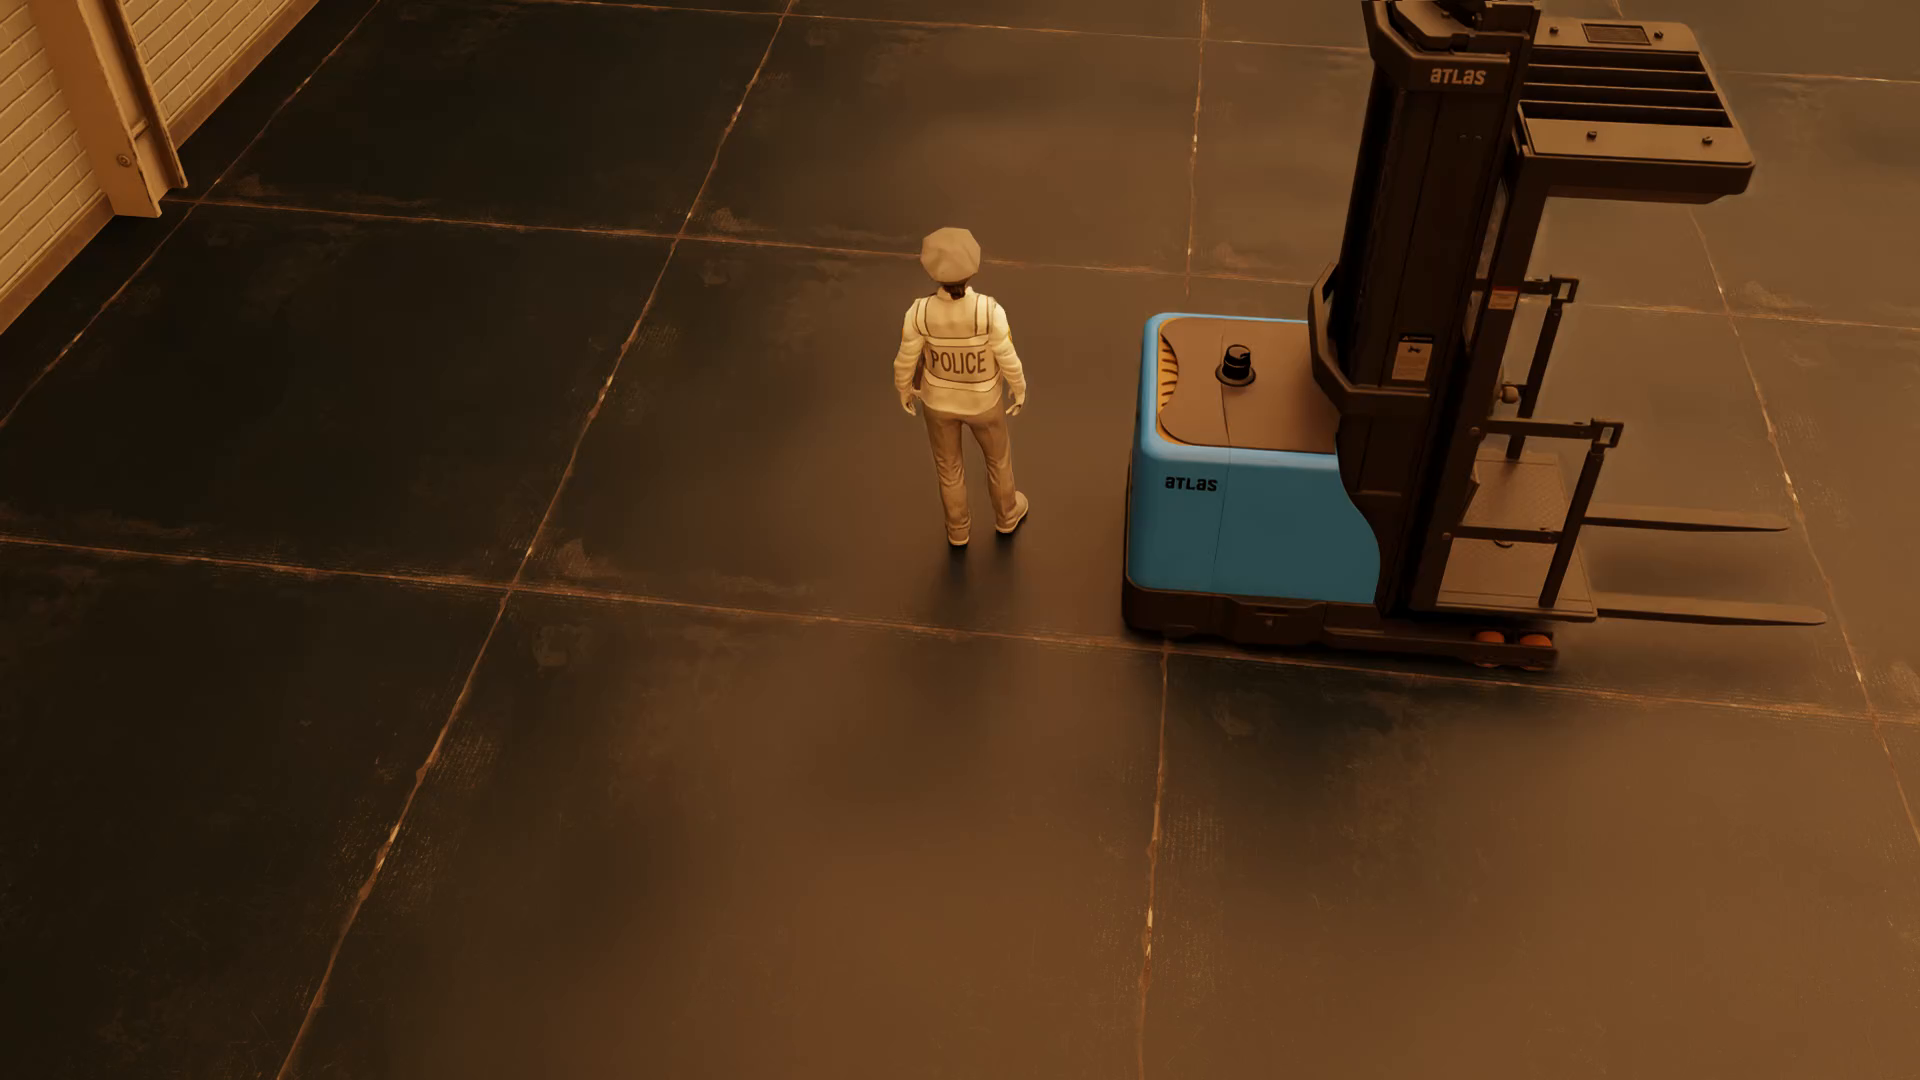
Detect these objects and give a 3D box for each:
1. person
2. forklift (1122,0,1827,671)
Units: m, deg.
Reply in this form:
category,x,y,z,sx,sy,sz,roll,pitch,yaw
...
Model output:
category,x,y,z,sx,sy,sz,roll,pitch,yaw
person,0.013,-0.675,7.366,0.602,1.693,0.509,4,43,4
forklift,2.272,-0.888,6.691,3.031,2.935,1.130,4,43,4
